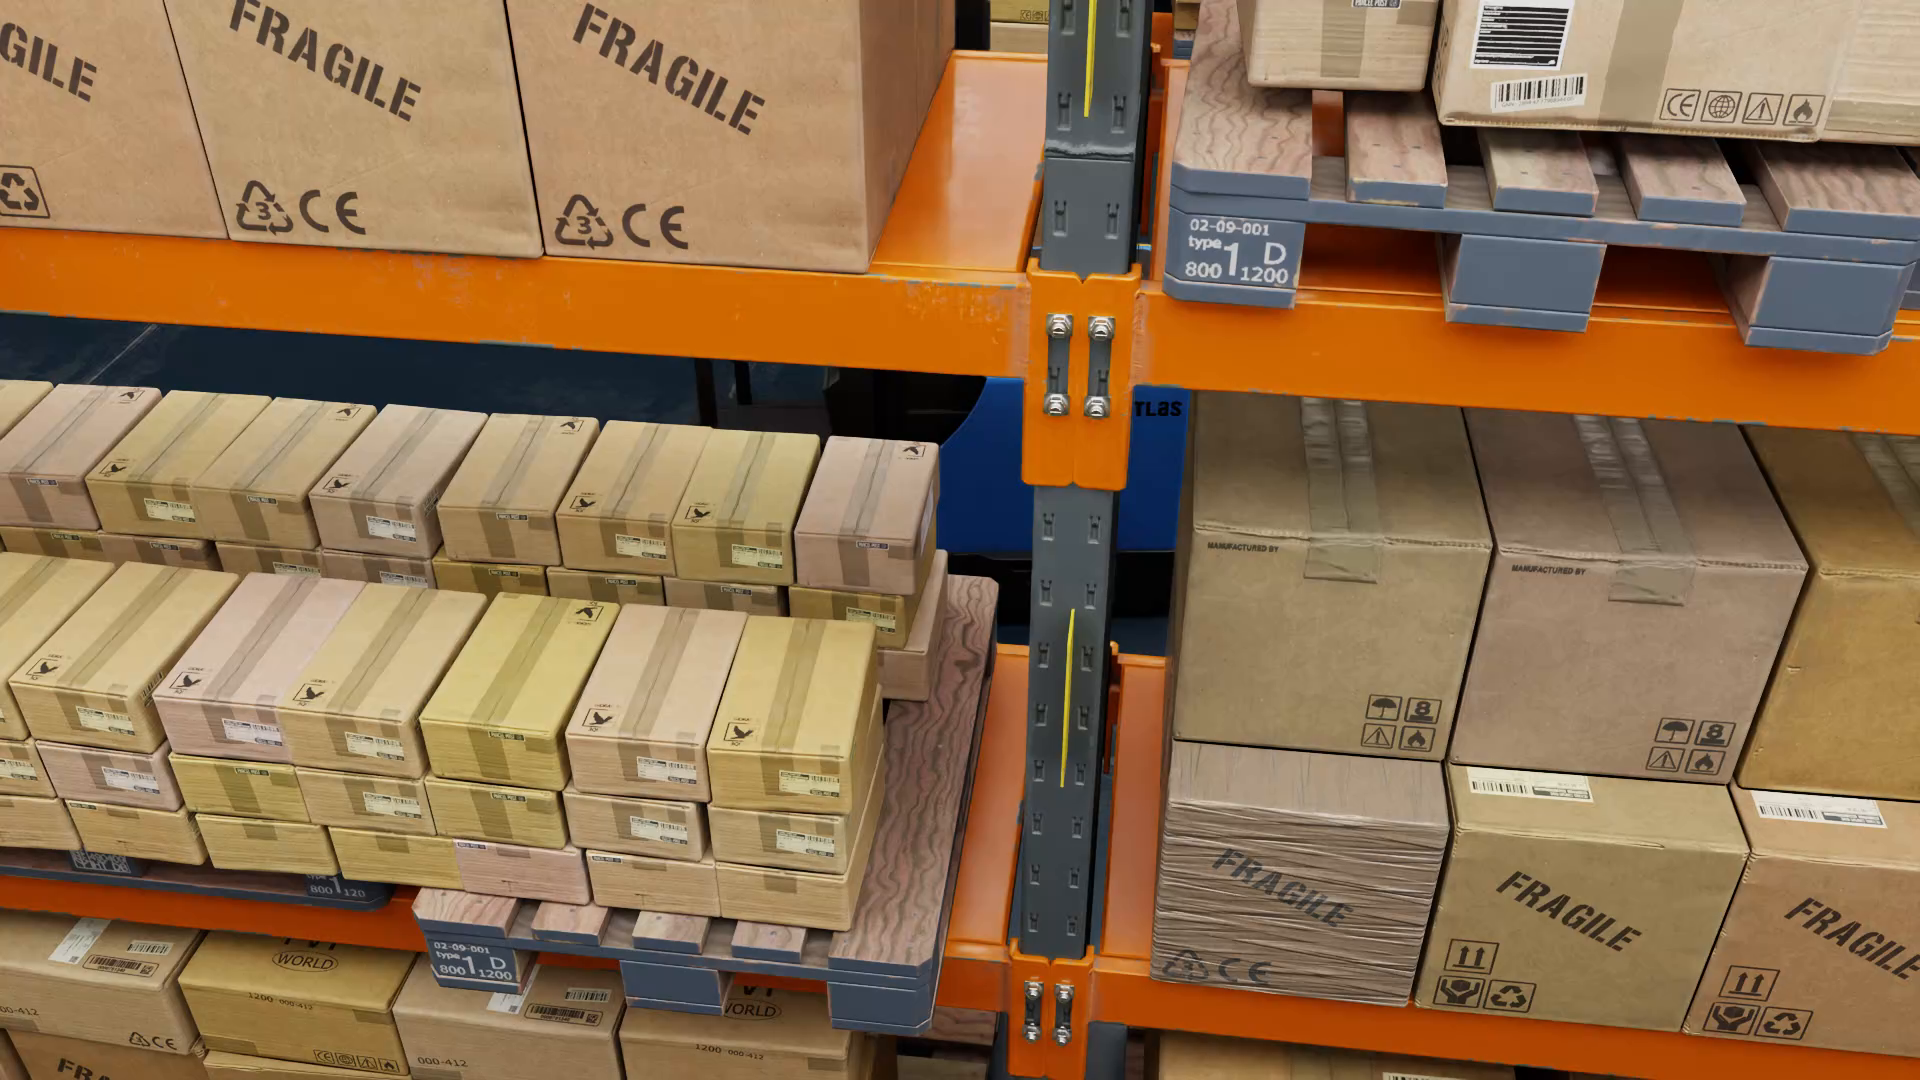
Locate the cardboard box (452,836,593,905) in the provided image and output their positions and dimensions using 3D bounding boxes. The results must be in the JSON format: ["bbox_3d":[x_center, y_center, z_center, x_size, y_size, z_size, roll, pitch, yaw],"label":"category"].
[{"bbox_3d":[-0.805,0.521,3.293,0.250,0.149,0.380,5,36,7],"label":"cardboard box"}]

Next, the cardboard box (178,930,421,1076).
[{"bbox_3d":[-1.472,0.963,3.963,0.500,0.250,0.500,5,36,7],"label":"cardboard box"}]

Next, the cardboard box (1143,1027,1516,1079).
[{"bbox_3d":[0.837,1.241,4.004,0.750,0.750,1.050,4,36,5],"label":"cardboard box"}]

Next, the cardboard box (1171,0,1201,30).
[{"bbox_3d":[1.073,-2.398,7.383,0.250,0.149,0.380,2,36,3],"label":"cardboard box"}]

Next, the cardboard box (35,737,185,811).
[{"bbox_3d":[-1.583,0.341,3.289,0.250,0.149,0.380,5,36,7],"label":"cardboard box"}]

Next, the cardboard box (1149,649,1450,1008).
[{"bbox_3d":[0.655,0.547,3.315,0.500,0.500,0.500,5,36,6],"label":"cardboard box"}]

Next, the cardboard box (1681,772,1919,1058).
[{"bbox_3d":[1.660,0.621,3.212,0.500,0.500,0.500,4,36,6],"label":"cardboard box"}]

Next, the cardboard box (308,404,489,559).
[{"bbox_3d":[-1.230,-0.135,3.700,0.250,0.149,0.380,6,36,8],"label":"cardboard box"}]

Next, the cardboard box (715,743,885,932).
[{"bbox_3d":[-0.303,0.559,3.240,0.250,0.149,0.380,5,36,7],"label":"cardboard box"}]

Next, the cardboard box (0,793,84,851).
[{"bbox_3d":[-1.845,0.443,3.402,0.250,0.149,0.380,3,36,4],"label":"cardboard box"}]

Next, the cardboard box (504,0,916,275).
[{"bbox_3d":[-0.354,-0.758,2.562,0.500,0.500,0.500,4,36,6],"label":"cardboard box"}]

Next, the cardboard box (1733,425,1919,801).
[{"bbox_3d":[1.699,0.064,3.132,0.500,0.500,0.700,4,36,5],"label":"cardboard box"}]

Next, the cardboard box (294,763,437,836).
[{"bbox_3d":[-1.078,0.380,3.235,0.250,0.149,0.380,4,36,6],"label":"cardboard box"}]

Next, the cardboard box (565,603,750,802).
[{"bbox_3d":[-0.549,0.296,3.095,0.250,0.149,0.380,4,36,5],"label":"cardboard box"}]

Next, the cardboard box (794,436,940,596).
[{"bbox_3d":[-0.194,-0.058,3.592,0.250,0.149,0.380,4,36,6],"label":"cardboard box"}]

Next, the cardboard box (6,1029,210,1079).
[{"bbox_3d":[-1.977,1.226,4.240,0.500,0.500,0.500,5,36,7],"label":"cardboard box"}]

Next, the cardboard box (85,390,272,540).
[{"bbox_3d":[-1.740,-0.174,3.755,0.250,0.149,0.380,4,36,5],"label":"cardboard box"}]

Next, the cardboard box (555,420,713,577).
[{"bbox_3d":[-0.699,-0.097,3.646,0.250,0.149,0.380,4,36,6],"label":"cardboard box"}]

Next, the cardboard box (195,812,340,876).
[{"bbox_3d":[-1.318,0.481,3.349,0.250,0.149,0.380,3,36,4],"label":"cardboard box"}]

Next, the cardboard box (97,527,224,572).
[{"bbox_3d":[-1.755,-0.054,3.843,0.250,0.149,0.380,6,36,8],"label":"cardboard box"}]

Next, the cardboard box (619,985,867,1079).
[{"bbox_3d":[-0.467,1.041,3.854,0.500,0.250,0.500,3,36,5],"label":"cardboard box"}]

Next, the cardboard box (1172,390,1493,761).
[{"bbox_3d":[0.689,-0.010,3.235,0.500,0.500,0.700,4,36,6],"label":"cardboard box"}]

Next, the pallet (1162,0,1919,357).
[{"bbox_3d":[0.890,-0.728,2.768,1.003,0.211,1.213,6,36,8],"label":"pallet"}]

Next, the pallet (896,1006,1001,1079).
[{"bbox_3d":[-0.530,1.476,4.501,1.213,0.211,1.003,4,36,6],"label":"pallet"}]

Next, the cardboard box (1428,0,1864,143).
[{"bbox_3d":[0.934,-0.817,2.359,0.500,0.311,0.500,4,36,6],"label":"cardboard box"}]

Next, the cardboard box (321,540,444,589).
[{"bbox_3d":[-1.241,-0.016,3.789,0.250,0.149,0.380,4,36,6],"label":"cardboard box"}]

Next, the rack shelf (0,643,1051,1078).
[{"bbox_3d":[-1.739,0.544,4.025,4.000,0.370,1.077,4,36,6],"label":"rack shelf"}]

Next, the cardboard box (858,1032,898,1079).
[{"bbox_3d":[-0.442,1.348,4.070,0.500,0.500,0.500,4,36,6],"label":"cardboard box"}]

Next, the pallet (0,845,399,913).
[{"bbox_3d":[-1.724,0.354,3.836,1.213,0.211,1.003,4,36,6],"label":"pallet"}]

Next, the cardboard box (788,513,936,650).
[{"bbox_3d":[-0.209,0.058,3.685,0.250,0.149,0.380,6,36,8],"label":"cardboard box"}]

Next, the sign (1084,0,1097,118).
[{"bbox_3d":[0.173,-0.720,2.149,0.005,0.325,0.100,4,36,6],"label":"sign"}]

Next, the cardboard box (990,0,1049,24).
[{"bbox_3d":[0.262,-2.492,7.359,0.500,0.250,0.500,4,36,6],"label":"cardboard box"}]

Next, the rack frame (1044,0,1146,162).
[{"bbox_3d":[0.245,-2.043,1.866,0.127,3.000,1.000,4,36,6],"label":"rack frame"}]

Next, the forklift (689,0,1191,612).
[{"bbox_3d":[-0.622,-1.186,5.889,3.031,2.935,1.130,-1,36,-1],"label":"forklift"}]

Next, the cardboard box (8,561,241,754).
[{"bbox_3d":[-1.582,0.219,3.203,0.250,0.149,0.380,6,36,8],"label":"cardboard box"}]

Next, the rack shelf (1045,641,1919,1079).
[{"bbox_3d":[2.228,0.840,3.610,4.000,0.370,1.077,4,36,6],"label":"rack shelf"}]

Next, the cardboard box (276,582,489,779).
[{"bbox_3d":[-1.074,0.259,3.147,0.250,0.149,0.380,5,36,7],"label":"cardboard box"}]

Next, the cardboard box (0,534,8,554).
[{"bbox_3d":[-2.266,-0.094,3.899,0.250,0.149,0.380,3,36,4],"label":"cardboard box"}]

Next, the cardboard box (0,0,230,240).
[{"bbox_3d":[-1.347,-0.827,2.659,0.500,0.500,0.500,4,36,6],"label":"cardboard box"}]

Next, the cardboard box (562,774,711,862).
[{"bbox_3d":[-0.568,0.416,3.183,0.250,0.149,0.380,6,36,8],"label":"cardboard box"}]

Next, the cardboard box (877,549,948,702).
[{"bbox_3d":[-0.174,0.181,3.769,0.250,0.149,0.380,4,36,5],"label":"cardboard box"}]

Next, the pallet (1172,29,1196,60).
[{"bbox_3d":[1.495,-2.391,7.683,1.003,0.211,1.213,4,36,6],"label":"pallet"}]

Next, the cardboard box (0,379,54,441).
[{"bbox_3d":[-2.273,-0.211,3.807,0.250,0.149,0.380,3,36,4],"label":"cardboard box"}]

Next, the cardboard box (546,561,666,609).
[{"bbox_3d":[-0.744,0.021,3.737,0.250,0.149,0.380,3,36,4],"label":"cardboard box"}]
